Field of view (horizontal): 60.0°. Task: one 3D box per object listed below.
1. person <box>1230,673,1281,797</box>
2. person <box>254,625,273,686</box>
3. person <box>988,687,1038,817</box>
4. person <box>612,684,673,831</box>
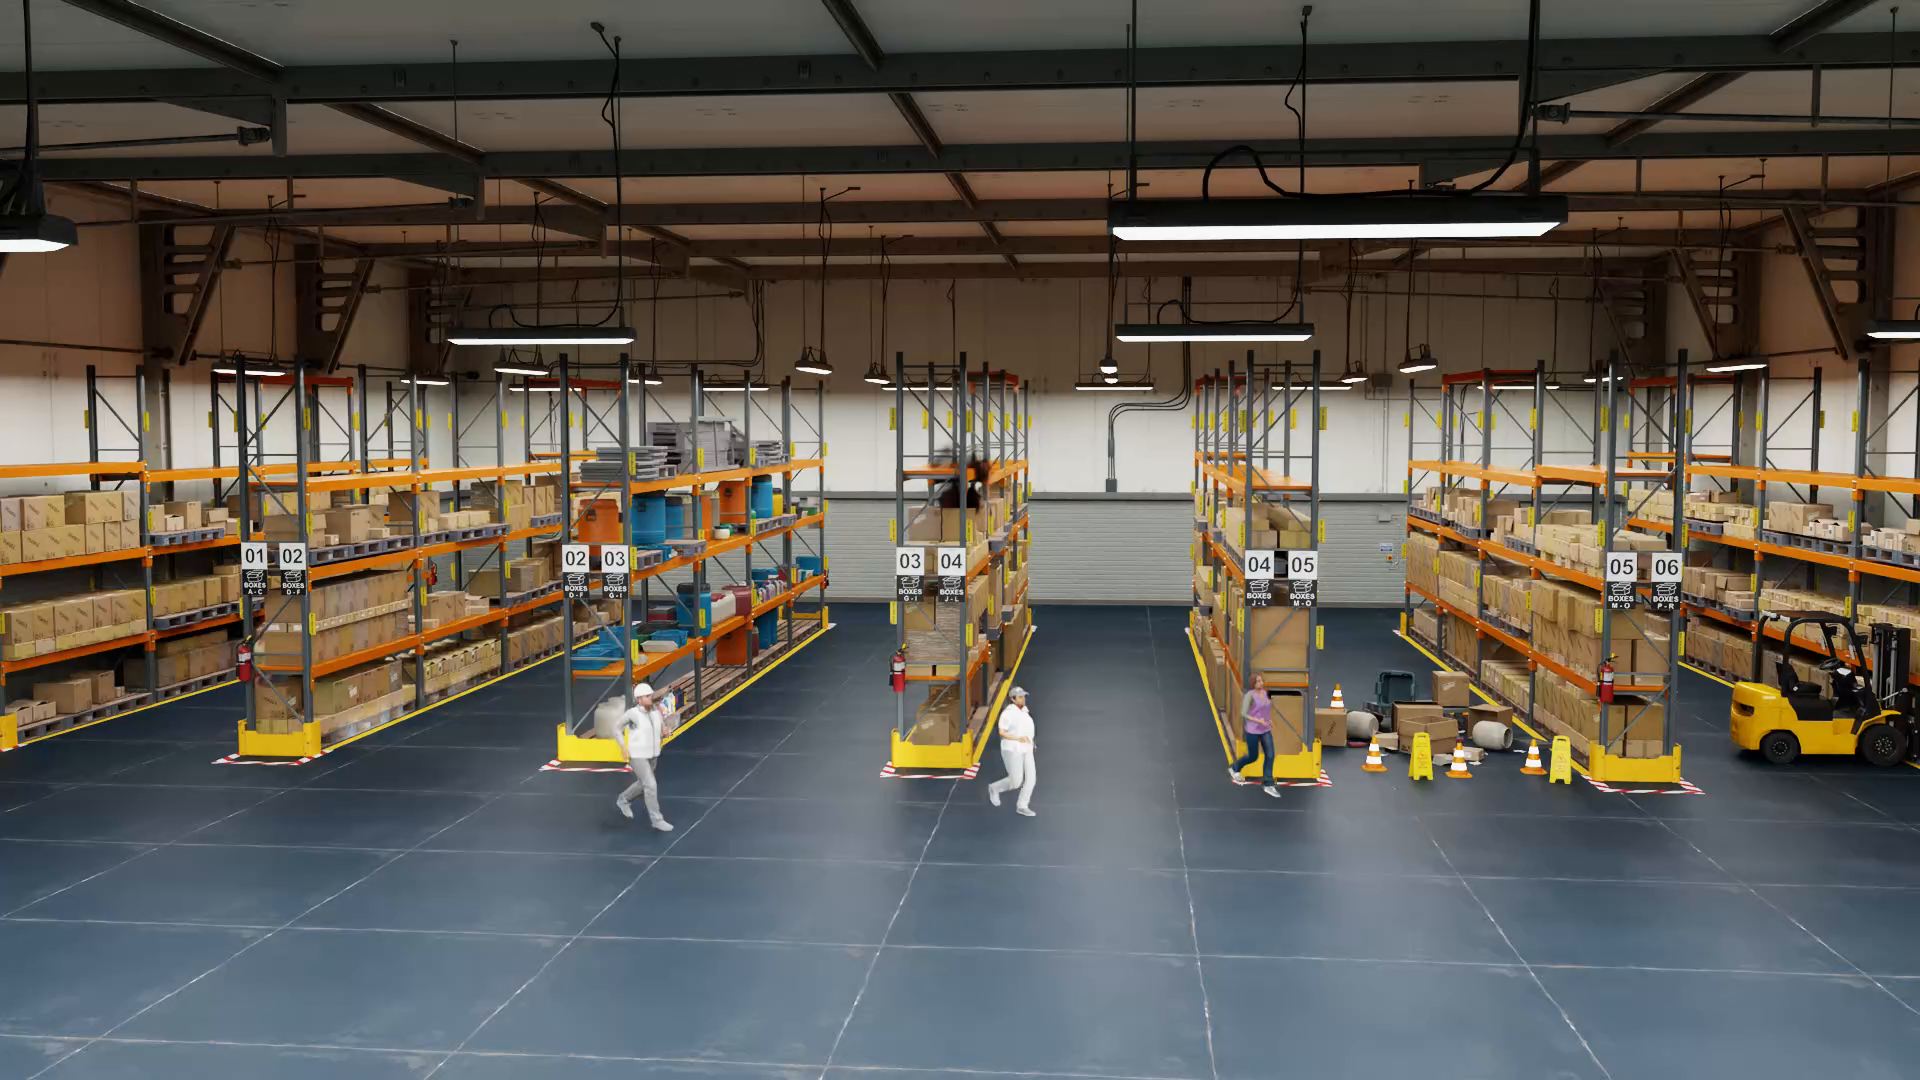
[{"bbox_3d":[3.920,2.537,21.924,0.554,1.586,0.861,-3,5,-33],"label":"person"},{"bbox_3d":[-11.549,2.234,27.552,0.579,1.657,0.804,0,4,-1],"label":"person"},{"bbox_3d":[0.698,2.680,21.218,0.679,1.630,0.616,3,5,39],"label":"person"},{"bbox_3d":[-3.896,2.636,20.413,0.972,1.764,0.653,2,5,31],"label":"person"}]
